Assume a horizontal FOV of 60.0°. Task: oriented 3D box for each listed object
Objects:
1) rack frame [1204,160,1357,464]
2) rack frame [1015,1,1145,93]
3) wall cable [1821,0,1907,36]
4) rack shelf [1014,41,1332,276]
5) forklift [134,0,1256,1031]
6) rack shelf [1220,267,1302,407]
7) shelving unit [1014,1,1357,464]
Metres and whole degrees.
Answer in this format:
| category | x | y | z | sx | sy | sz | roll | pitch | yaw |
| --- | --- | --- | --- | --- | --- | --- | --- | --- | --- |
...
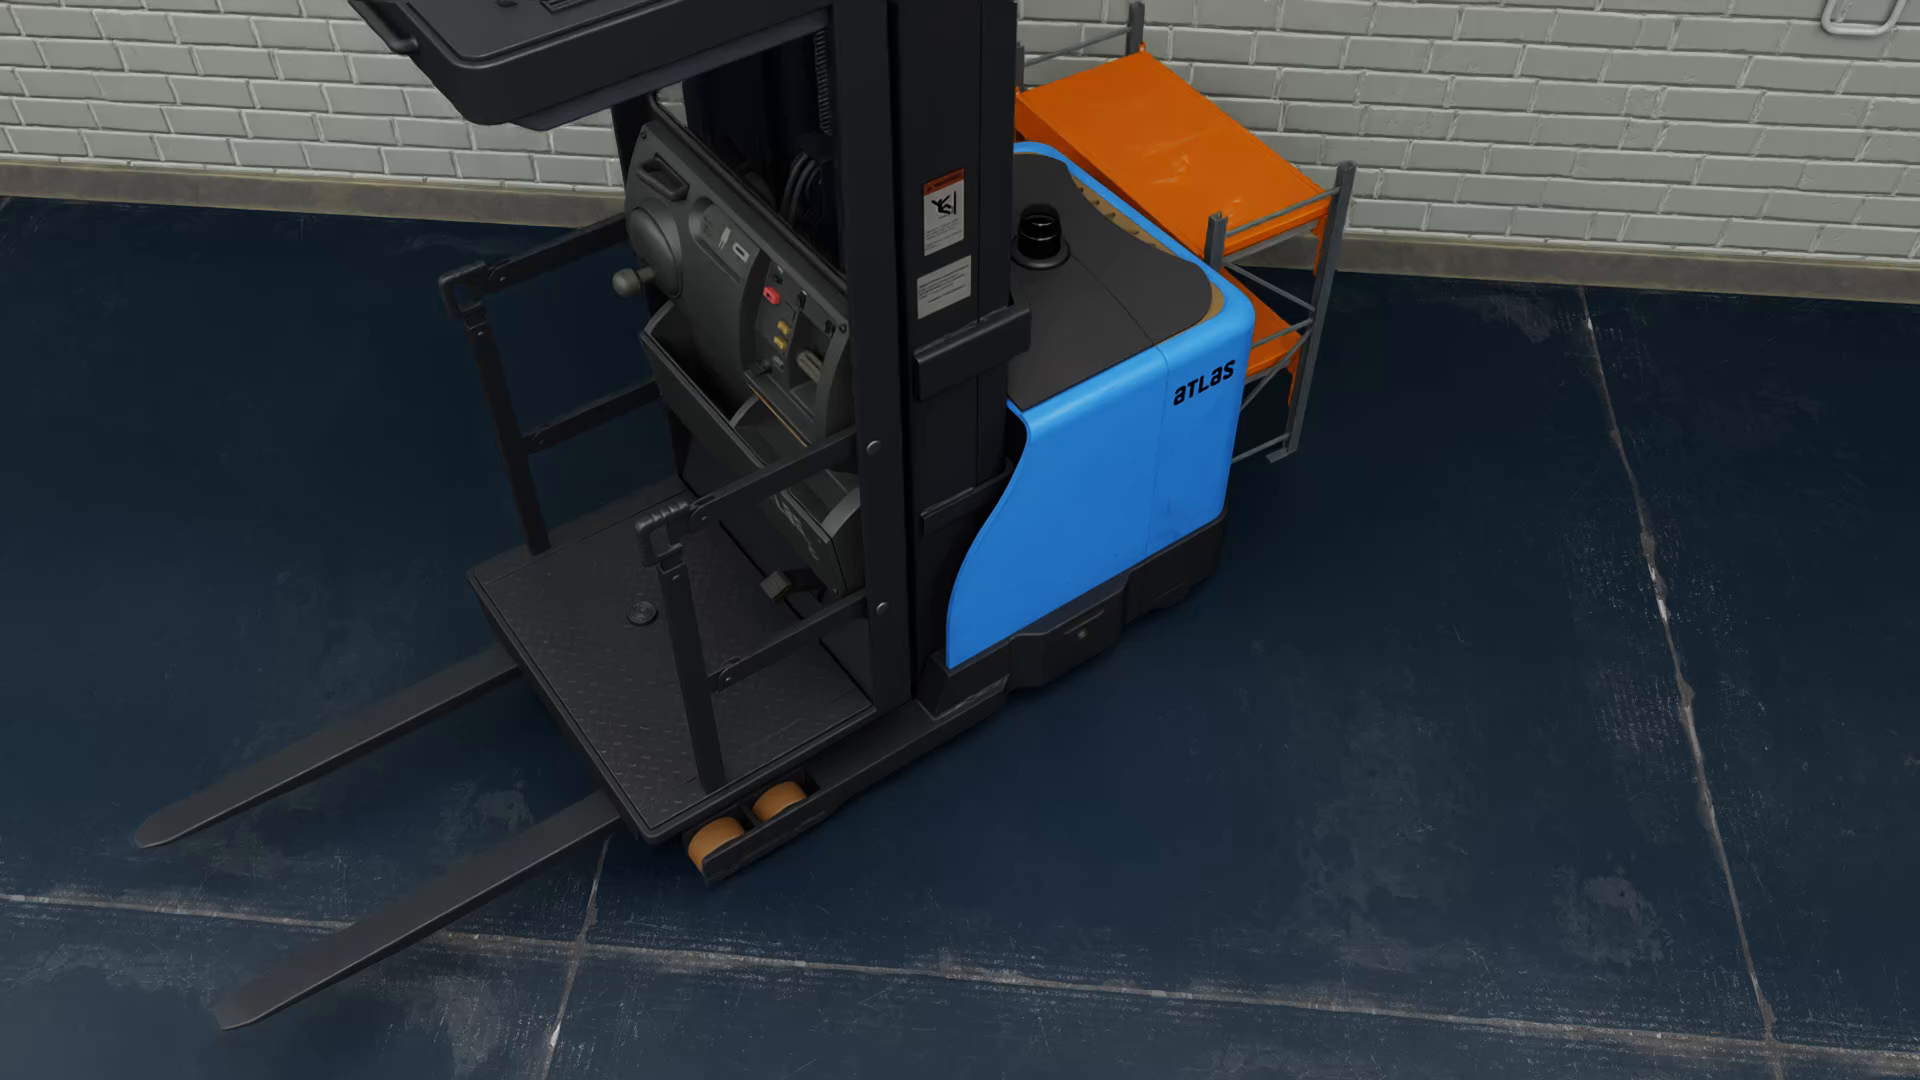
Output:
| category | x | y | z | sx | sy | sz | roll | pitch | yaw |
| --- | --- | --- | --- | --- | --- | --- | --- | --- | --- |
| rack frame | 0.899 | -0.591 | 5.028 | 0.500 | 1.125 | 0.032 | -24 | 52 | -21 |
| rack frame | 0.368 | -1.231 | 5.613 | 0.500 | 1.125 | 0.032 | -24 | 52 | -21 |
| wall cable | 2.698 | -2.249 | 4.564 | 0.585 | 1.953 | 0.123 | 4 | 48 | 4 |
| rack shelf | 0.633 | -1.108 | 5.105 | 0.538 | 0.278 | 1.000 | -24 | 52 | -21 |
| forklift | -0.696 | -0.539 | 3.757 | 3.031 | 2.935 | 1.130 | -28 | 53 | -23 |
| rack shelf | 0.633 | -0.746 | 5.501 | 0.538 | 0.278 | 1.000 | -24 | 52 | -21 |
| shelving unit | 0.633 | -0.911 | 5.321 | 0.538 | 1.125 | 1.048 | -24 | 52 | -21 |
